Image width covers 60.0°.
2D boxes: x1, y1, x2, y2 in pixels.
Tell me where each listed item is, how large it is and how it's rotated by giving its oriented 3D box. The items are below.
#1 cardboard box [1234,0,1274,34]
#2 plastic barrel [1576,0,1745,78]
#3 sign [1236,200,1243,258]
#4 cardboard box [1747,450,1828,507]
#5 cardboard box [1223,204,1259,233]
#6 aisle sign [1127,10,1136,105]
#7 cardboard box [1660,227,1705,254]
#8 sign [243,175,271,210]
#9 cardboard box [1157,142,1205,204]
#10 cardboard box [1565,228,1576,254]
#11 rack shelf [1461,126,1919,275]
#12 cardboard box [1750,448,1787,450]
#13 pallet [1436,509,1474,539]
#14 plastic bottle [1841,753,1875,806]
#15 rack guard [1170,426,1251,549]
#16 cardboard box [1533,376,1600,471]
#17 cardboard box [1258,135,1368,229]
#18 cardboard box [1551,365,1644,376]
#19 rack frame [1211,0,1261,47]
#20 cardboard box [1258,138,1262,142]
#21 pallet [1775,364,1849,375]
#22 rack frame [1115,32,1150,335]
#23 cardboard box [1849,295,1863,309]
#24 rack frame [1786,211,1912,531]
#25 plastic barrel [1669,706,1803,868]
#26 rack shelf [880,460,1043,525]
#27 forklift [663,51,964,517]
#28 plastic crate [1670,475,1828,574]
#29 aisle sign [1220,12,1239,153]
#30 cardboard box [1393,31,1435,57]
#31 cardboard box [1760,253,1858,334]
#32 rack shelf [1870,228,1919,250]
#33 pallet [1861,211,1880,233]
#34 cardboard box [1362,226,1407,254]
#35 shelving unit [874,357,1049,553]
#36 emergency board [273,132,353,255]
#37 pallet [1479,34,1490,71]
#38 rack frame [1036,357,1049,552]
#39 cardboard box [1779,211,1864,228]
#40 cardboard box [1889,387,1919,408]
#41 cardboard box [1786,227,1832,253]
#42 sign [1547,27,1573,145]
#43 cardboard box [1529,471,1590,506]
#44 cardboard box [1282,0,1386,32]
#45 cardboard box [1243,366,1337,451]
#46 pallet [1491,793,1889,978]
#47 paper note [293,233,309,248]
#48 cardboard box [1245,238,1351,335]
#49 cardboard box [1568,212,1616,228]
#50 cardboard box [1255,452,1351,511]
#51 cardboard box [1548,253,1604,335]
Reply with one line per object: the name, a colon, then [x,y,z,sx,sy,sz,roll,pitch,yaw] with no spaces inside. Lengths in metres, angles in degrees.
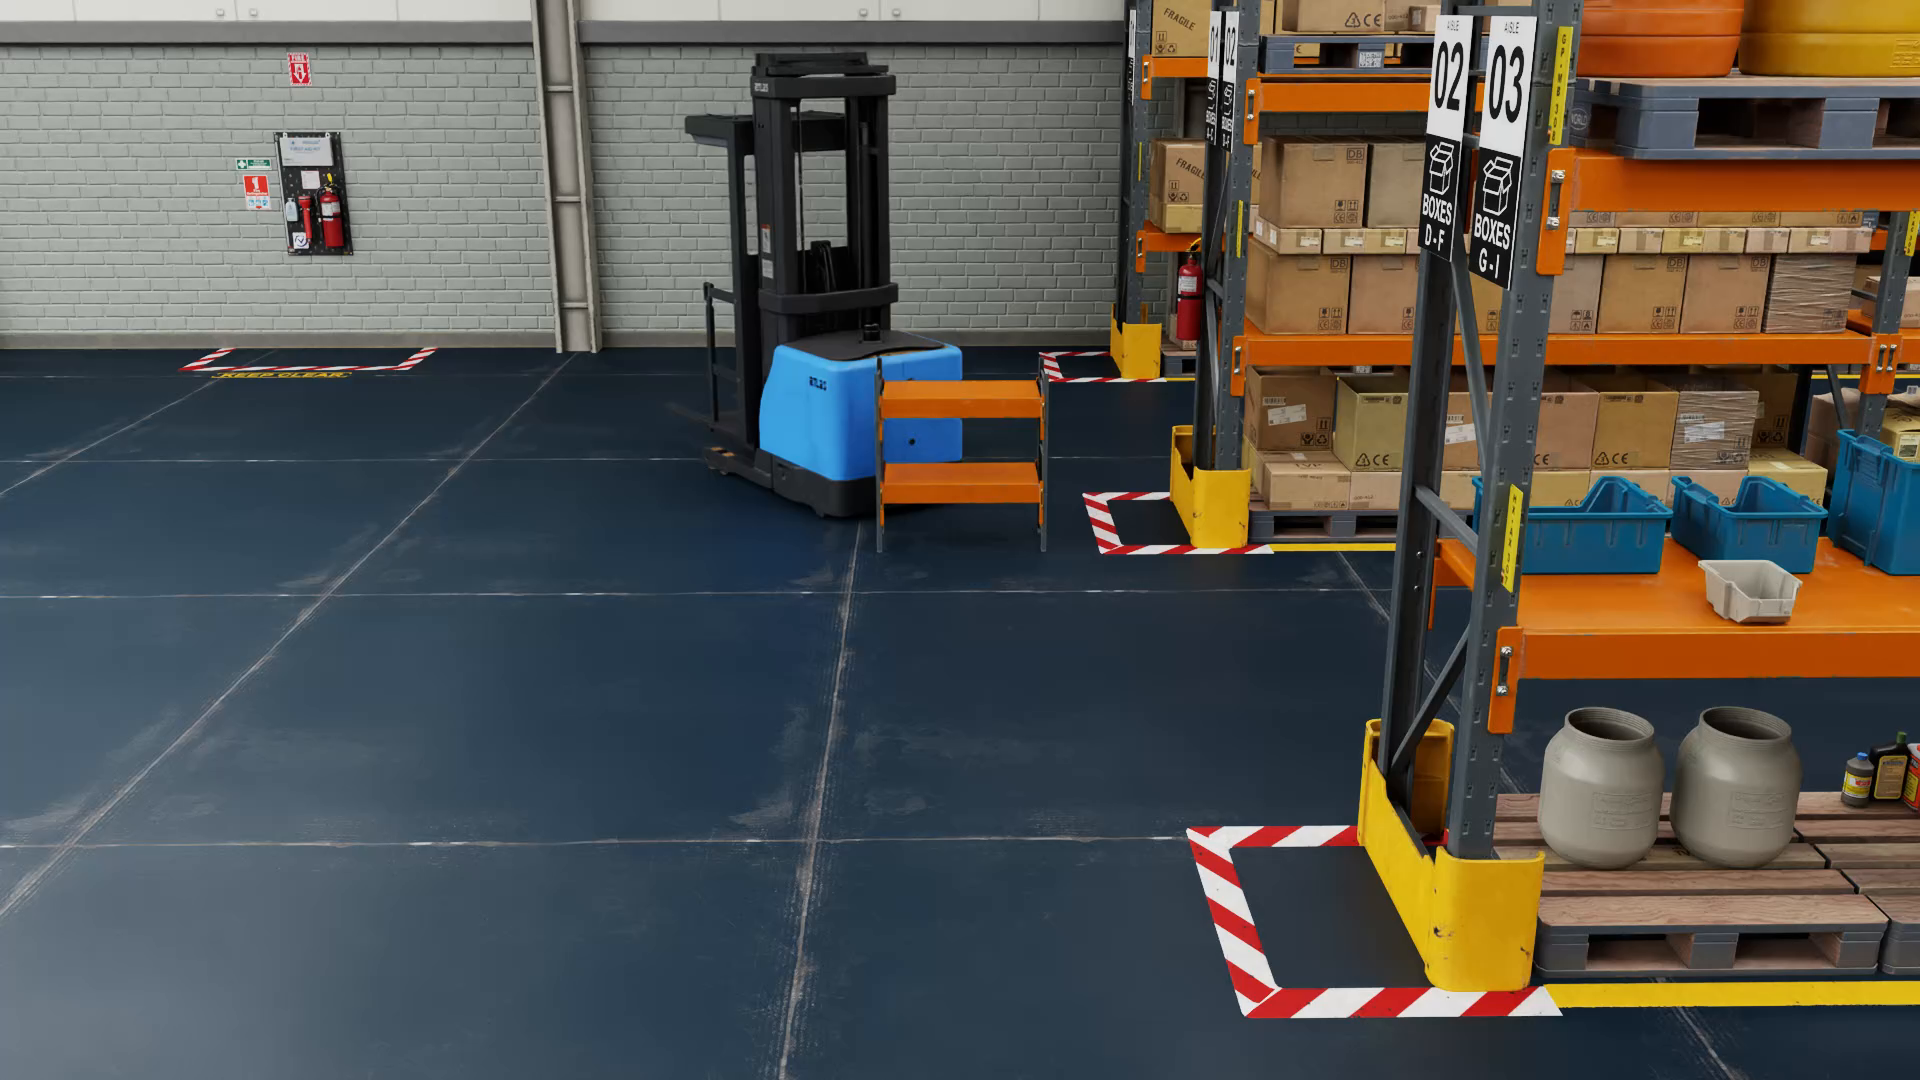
cardboard box: [2.440,-4.469,14.462,0.500,0.500,0.500,1,18,3]
plastic barrel: [2.204,-1.915,5.305,0.708,0.830,0.600,0,18,-1]
sign: [1.649,-1.834,9.808,0.005,0.325,0.100,0,18,-1]
cardboard box: [5.185,-0.395,10.682,0.500,0.250,0.500,0,18,-1]
cardboard box: [2.576,-2.917,14.944,0.500,0.250,0.500,-1,18,-3]
aisle sign: [1.497,-4.213,14.514,0.004,0.787,0.394,0,18,-1]
cardboard box: [4.359,-1.859,10.205,0.250,0.149,0.380,0,18,-1]
sign: [-6.775,-3.351,16.025,0.234,0.329,0.001,0,18,-1]
cardboard box: [2.046,-3.273,14.824,0.500,0.500,0.500,0,18,-1]
cardboard box: [3.579,-1.854,10.190,0.250,0.149,0.380,0,18,0]
rack shelf: [3.720,-1.136,5.447,4.000,0.370,1.077,0,18,-1]
cardboard box: [5.177,-0.554,11.179,0.500,0.250,0.500,0,18,-1]
pallet: [3.627,-0.248,10.974,1.213,0.211,1.003,0,18,-1]
plastic bottle: [3.550,0.939,6.570,0.097,0.201,0.097,0,18,0]
rack guard: [1.622,-0.364,10.863,0.348,0.500,1.175,0,18,-1]
cardboard box: [3.685,-0.743,10.539,0.500,0.500,0.500,0,18,-1]
cardboard box: [2.166,-2.218,10.263,0.500,0.500,0.700,0,18,-1]
cardboard box: [4.177,-0.910,11.058,0.500,0.500,0.500,0,18,-1]
rack frame: [1.646,-4.411,9.565,0.127,3.000,1.000,0,18,-1]
cardboard box: [2.535,-3.429,15.310,0.500,0.500,0.500,0,18,0]
pallet: [7.565,-1.769,15.718,1.213,0.211,1.003,0,18,-1]
rack frame: [1.564,-3.067,15.197,0.127,3.000,1.000,0,18,-1]
cardboard box: [8.327,-2.138,15.675,0.500,0.500,0.700,0,18,-1]
rack frame: [5.645,-1.573,10.541,0.127,3.000,1.000,0,18,-1]
plastic barrel: [2.878,0.915,6.171,0.421,0.512,0.421,0,18,0]
rack shelf: [0.007,-0.303,10.451,1.000,0.278,0.538,0,18,-1]
forklift: [-1.220,-1.935,11.782,1.130,2.935,3.031,-12,21,-33]
plastic crate: [2.866,-0.065,6.084,0.408,0.251,0.499,0,18,-1]
aisle sign: [1.585,-2.698,9.791,0.004,0.787,0.394,0,18,-1]
cardboard box: [4.003,-4.481,14.498,0.500,0.500,0.500,-1,18,-3]
cardboard box: [5.202,-1.617,10.513,0.500,0.500,0.700,-1,18,-2]
rack shelf: [7.563,-2.753,15.397,4.000,0.370,1.077,0,18,-1]
pallet: [7.584,-2.992,15.278,1.213,0.211,1.003,0,18,-1]
cardboard box: [2.555,-1.849,10.177,0.250,0.149,0.380,0,18,-1]
shelving unit: [0.007,-0.536,10.376,1.048,1.125,0.538,0,18,-1]
emergency board: [-6.221,-3.305,15.940,0.643,1.169,0.194,0,18,-1]
pallet: [3.576,-2.942,10.044,1.213,0.211,1.003,0,18,-1]
rack frame: [0.515,-0.538,10.384,0.032,1.125,0.500,0,18,-1]
cardboard box: [5.202,-2.235,10.315,0.500,0.500,0.700,0,18,-1]
cardboard box: [6.566,-0.825,11.104,0.500,0.311,0.500,0,18,1]
cardboard box: [5.130,-1.862,10.217,0.250,0.149,0.380,-1,18,-2]
sign: [1.725,-1.306,4.782,0.005,0.325,0.100,0,18,-1]
cardboard box: [3.685,-0.386,10.654,0.500,0.250,0.500,0,18,-1]
cardboard box: [2.221,-3.300,9.926,0.637,0.503,0.797,1,18,3]
cardboard box: [2.177,-0.895,11.014,0.500,0.500,0.500,0,18,-1]
pallet: [2.608,1.270,6.244,1.213,0.211,1.003,0,18,-1]
paper note: [-6.399,-2.906,16.138,0.142,0.148,0.016,0,18,-1]
cardboard box: [2.113,-1.600,10.461,0.500,0.500,0.700,0,18,-1]
cardboard box: [3.696,-2.227,10.292,0.500,0.500,0.700,0,18,-1]
cardboard box: [2.186,-0.379,10.633,0.500,0.250,0.500,0,18,-1]
cardboard box: [3.661,-1.608,10.487,0.500,0.500,0.700,0,18,1]
